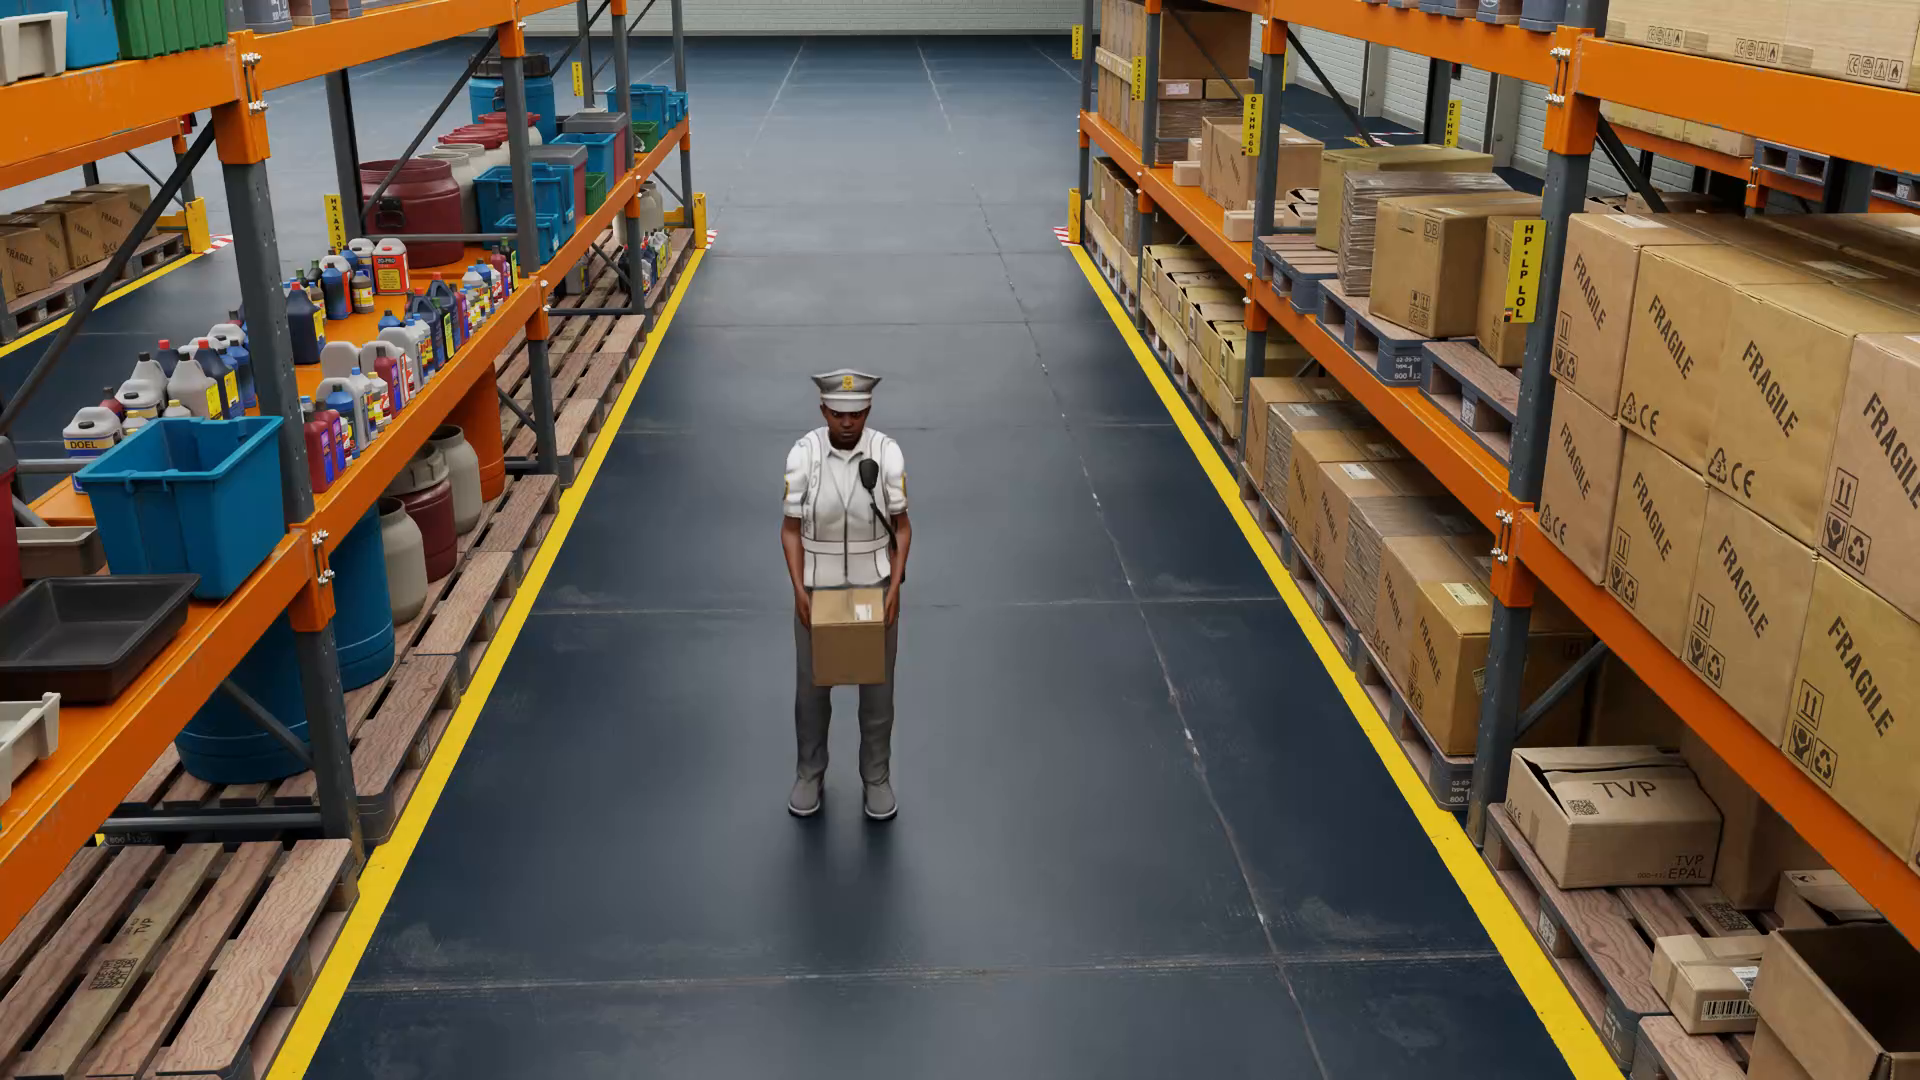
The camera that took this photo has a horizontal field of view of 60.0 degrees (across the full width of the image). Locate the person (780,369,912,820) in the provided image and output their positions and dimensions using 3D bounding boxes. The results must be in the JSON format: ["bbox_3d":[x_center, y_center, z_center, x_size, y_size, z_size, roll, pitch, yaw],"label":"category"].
[{"bbox_3d":[-0.410,0.189,6.041,0.481,1.682,0.421,-1,21,-4],"label":"person"}]
